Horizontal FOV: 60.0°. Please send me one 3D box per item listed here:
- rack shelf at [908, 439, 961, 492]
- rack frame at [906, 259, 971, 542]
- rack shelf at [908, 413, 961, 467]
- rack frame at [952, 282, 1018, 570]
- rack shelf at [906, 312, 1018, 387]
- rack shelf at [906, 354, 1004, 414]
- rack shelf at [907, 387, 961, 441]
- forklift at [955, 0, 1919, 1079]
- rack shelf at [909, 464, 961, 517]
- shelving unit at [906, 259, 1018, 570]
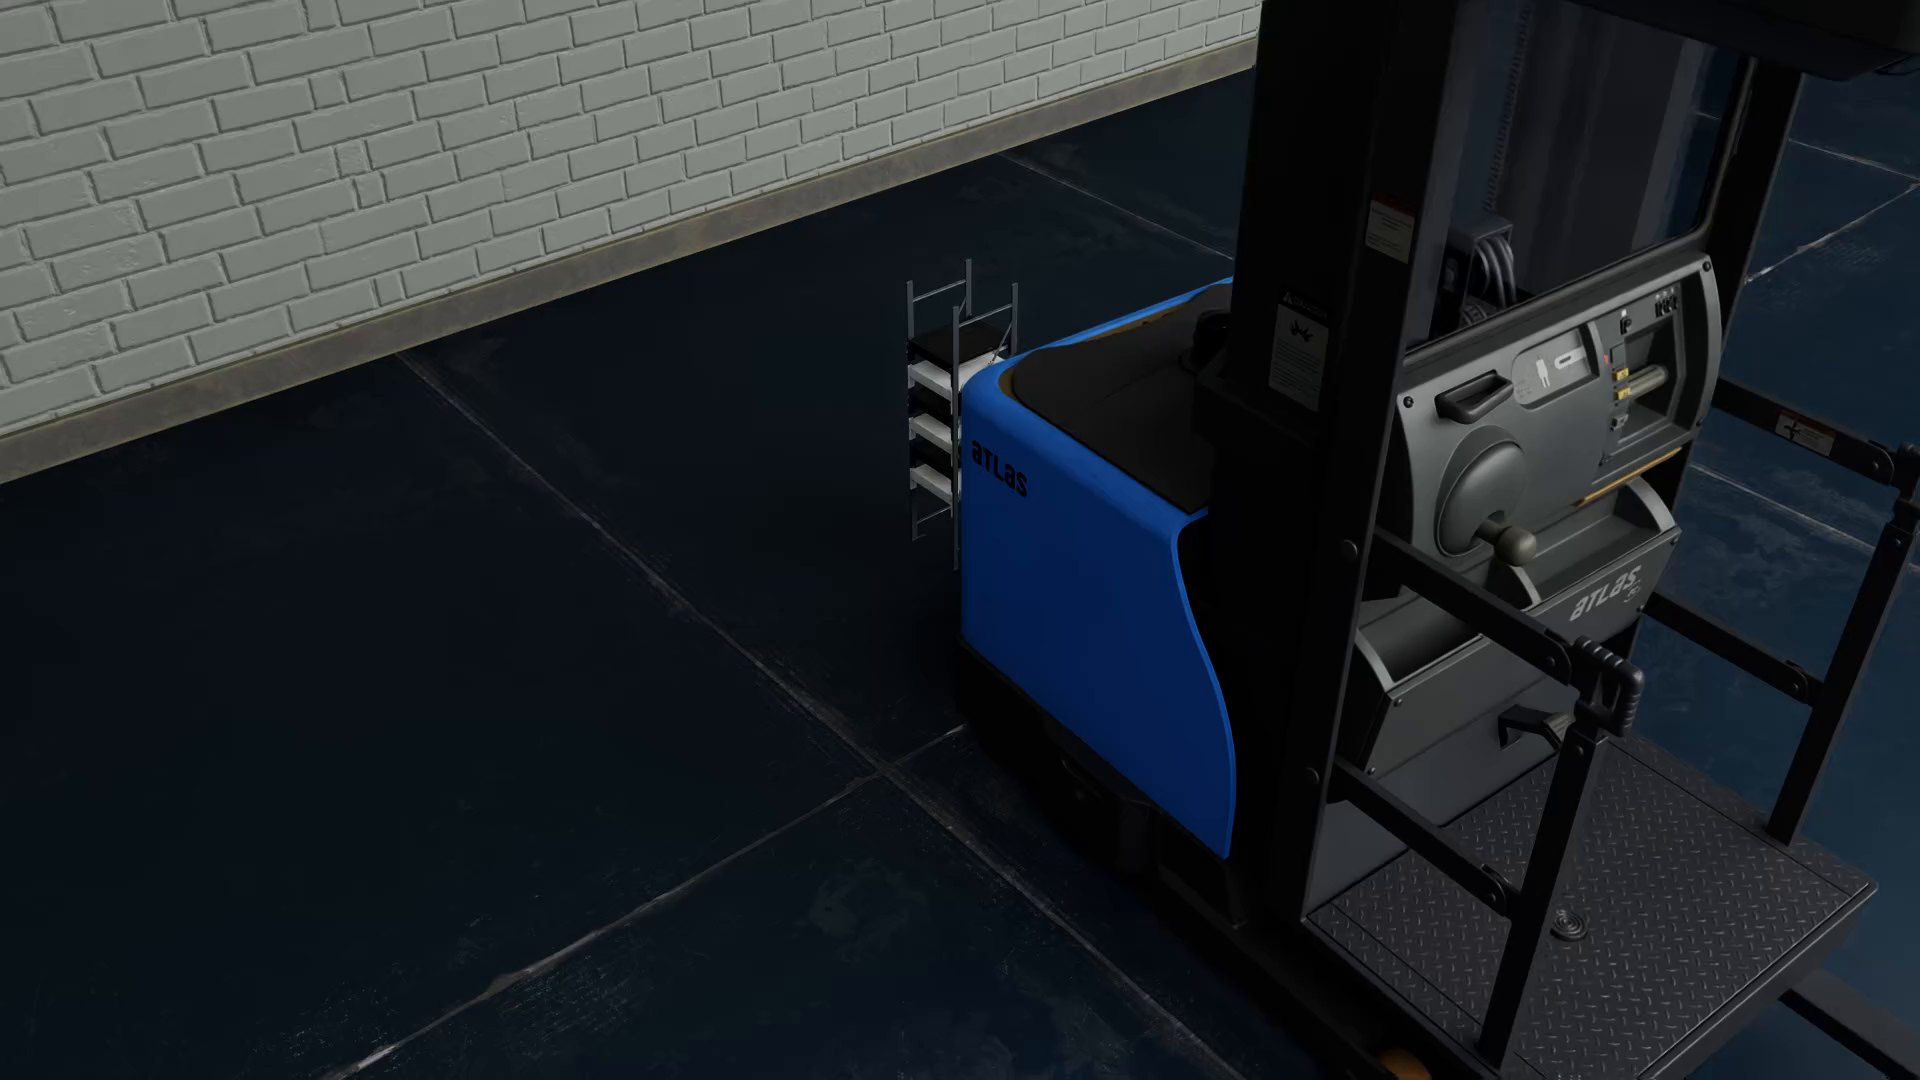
[{"bbox_3d":[0.005,-0.263,5.056,0.258,0.077,0.200,-26,43,-32],"label":"rack shelf"},{"bbox_3d":[-0.060,-0.409,5.048,0.240,0.900,0.006,-26,43,-32],"label":"rack frame"},{"bbox_3d":[0.005,-0.336,5.004,0.258,0.077,0.200,-26,43,-32],"label":"rack shelf"},{"bbox_3d":[0.071,-0.319,4.921,0.240,0.900,0.006,-26,43,-32],"label":"rack frame"},{"bbox_3d":[0.005,-0.557,4.848,0.258,0.077,0.200,-26,43,-32],"label":"rack shelf"},{"bbox_3d":[0.005,-0.483,4.900,0.258,0.077,0.200,-26,43,-32],"label":"rack shelf"},{"bbox_3d":[0.005,-0.410,4.952,0.258,0.077,0.200,-26,43,-32],"label":"rack shelf"},{"bbox_3d":[1.268,-0.195,2.989,1.130,2.935,3.031,-23,41,-29],"label":"forklift"},{"bbox_3d":[0.005,-0.190,5.108,0.258,0.077,0.200,-26,43,-32],"label":"rack shelf"},{"bbox_3d":[0.005,-0.364,4.985,0.258,0.900,0.210,-26,43,-32],"label":"shelving unit"}]
